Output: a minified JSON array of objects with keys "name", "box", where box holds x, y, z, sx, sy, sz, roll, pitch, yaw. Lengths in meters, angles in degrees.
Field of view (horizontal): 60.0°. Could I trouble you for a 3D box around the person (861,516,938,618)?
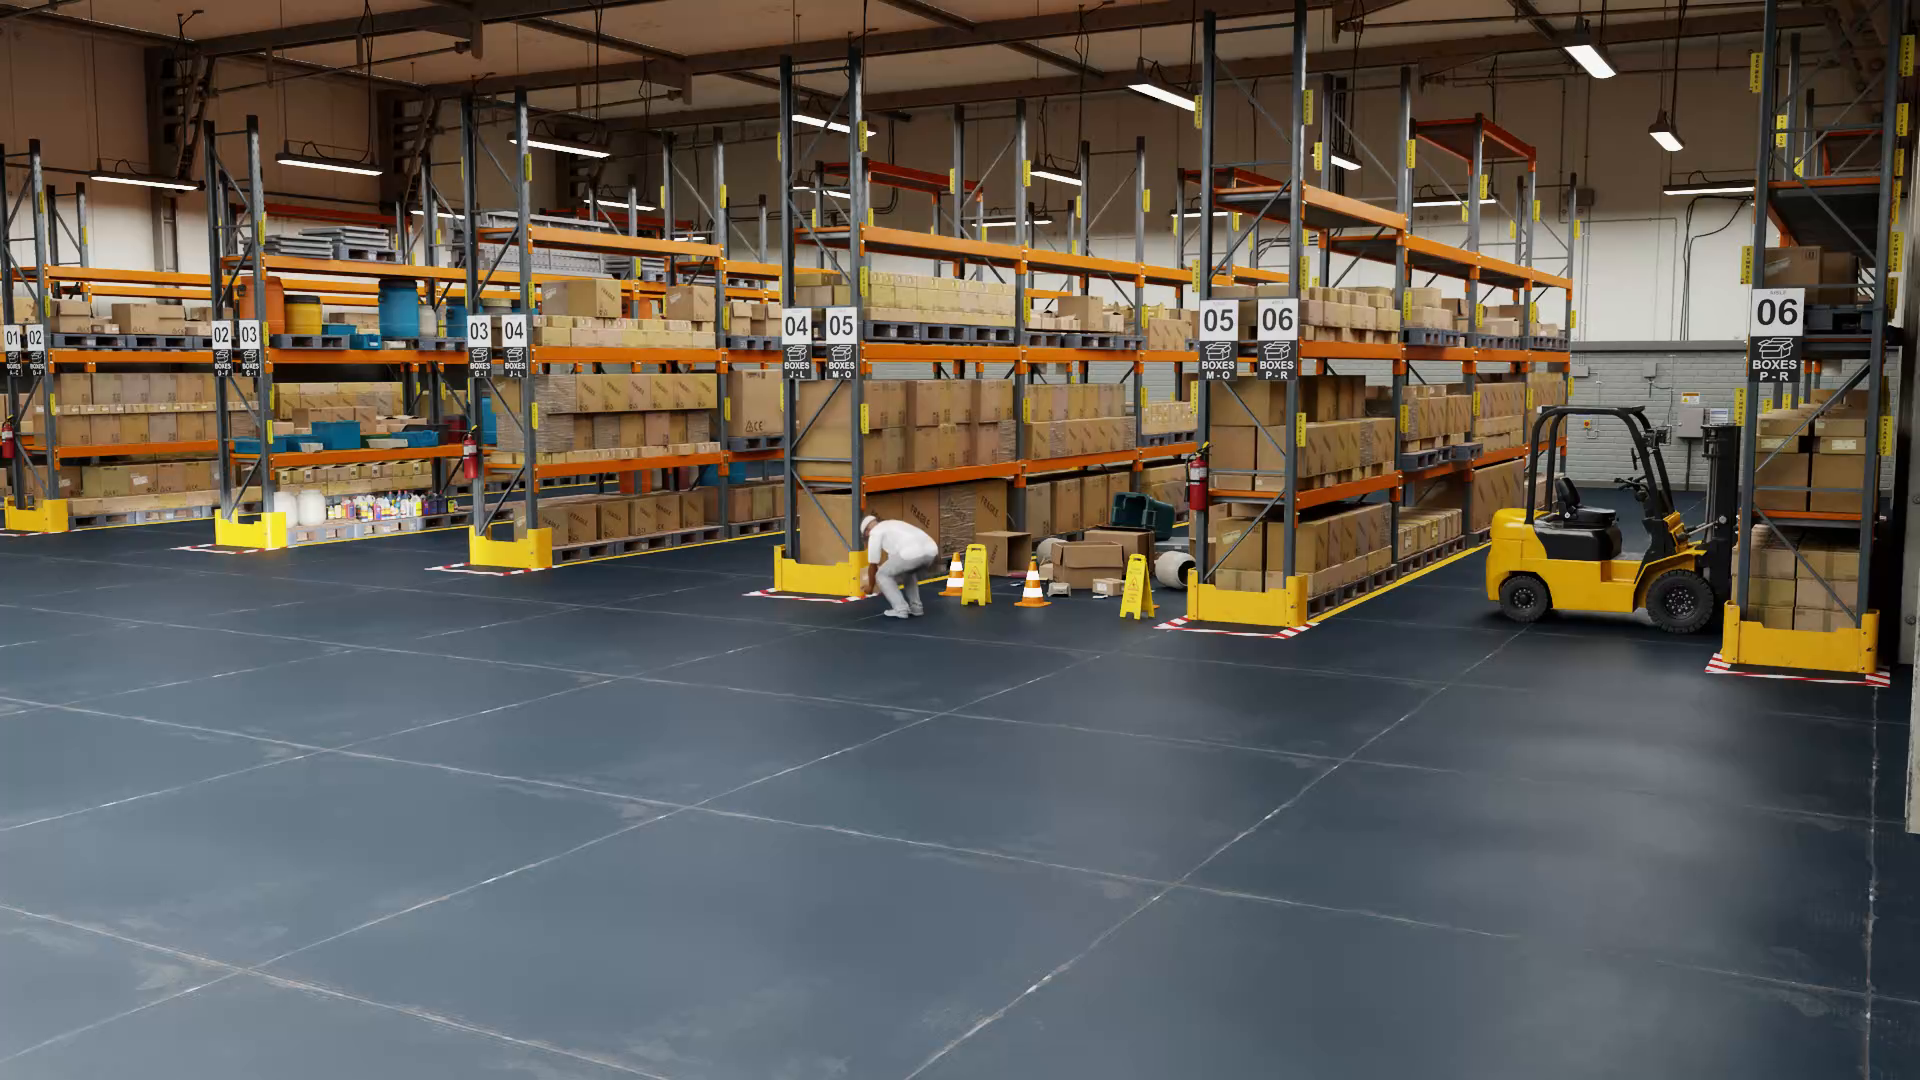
[{"name":"person","box":[-0.669,0.272,17.126,0.960,1.001,0.521,6,8,45]}]
